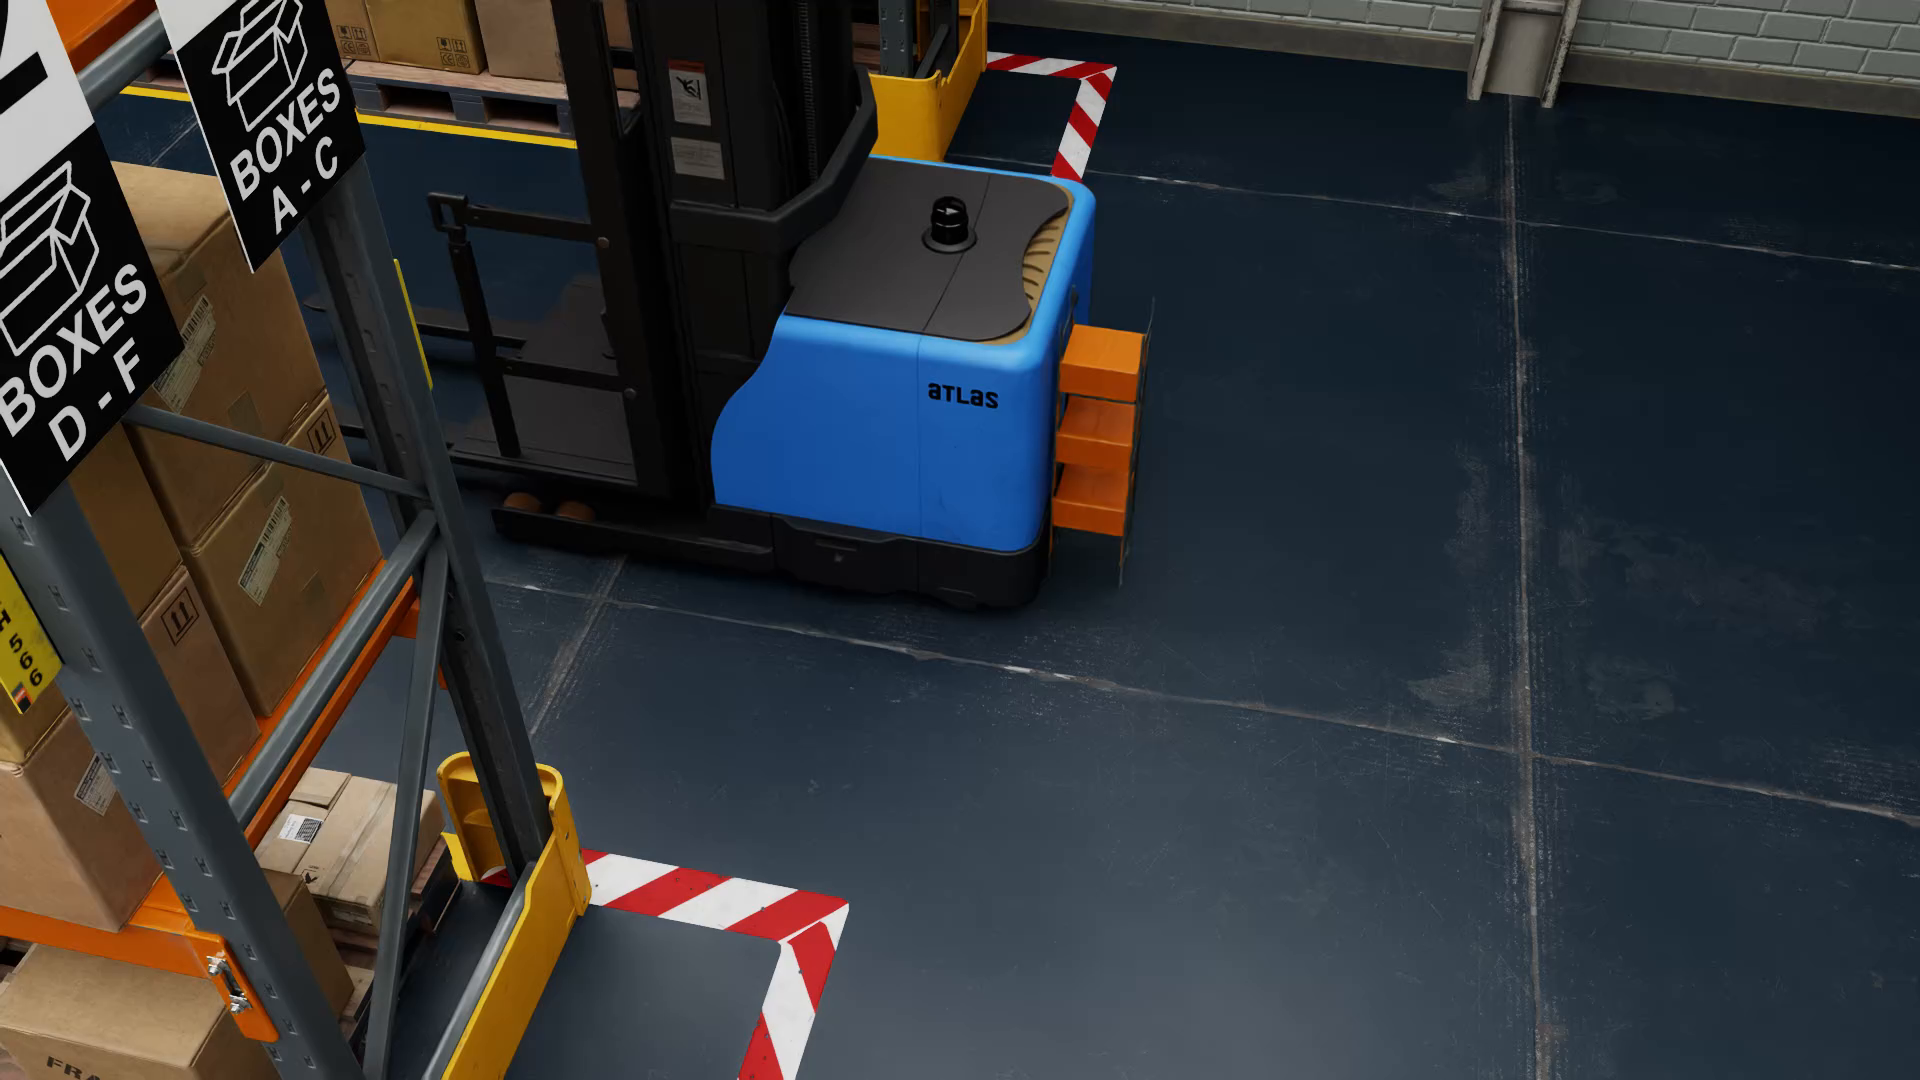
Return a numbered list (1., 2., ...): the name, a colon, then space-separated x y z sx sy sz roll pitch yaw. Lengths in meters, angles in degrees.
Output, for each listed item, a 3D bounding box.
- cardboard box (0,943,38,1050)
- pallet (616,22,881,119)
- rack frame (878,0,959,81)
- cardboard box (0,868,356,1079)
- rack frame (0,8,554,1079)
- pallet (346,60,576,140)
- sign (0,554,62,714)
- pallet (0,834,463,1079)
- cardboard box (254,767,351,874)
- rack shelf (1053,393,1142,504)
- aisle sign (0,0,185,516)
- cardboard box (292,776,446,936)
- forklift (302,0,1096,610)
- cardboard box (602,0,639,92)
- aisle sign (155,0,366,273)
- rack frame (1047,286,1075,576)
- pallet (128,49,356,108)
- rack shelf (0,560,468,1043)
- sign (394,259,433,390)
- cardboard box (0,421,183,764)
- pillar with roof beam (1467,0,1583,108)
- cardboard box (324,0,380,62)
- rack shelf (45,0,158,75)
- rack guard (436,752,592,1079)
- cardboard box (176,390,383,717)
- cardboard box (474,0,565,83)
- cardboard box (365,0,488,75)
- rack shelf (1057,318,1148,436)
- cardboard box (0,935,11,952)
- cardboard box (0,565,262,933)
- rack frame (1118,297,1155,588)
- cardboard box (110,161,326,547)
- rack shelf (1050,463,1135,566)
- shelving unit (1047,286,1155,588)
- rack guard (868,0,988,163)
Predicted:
1. cardboard box: -2.211 1.094 4.177 0.250 0.166 0.380 9 45 9
2. pallet: -0.971 -2.147 7.829 1.213 0.211 1.003 9 45 9
3. rack frame: -0.173 -3.084 6.791 0.127 3.000 1.000 9 45 9
4. cardboard box: -1.836 1.096 3.934 0.500 0.500 0.500 9 45 9
5. rack frame: -1.251 0.269 3.307 0.127 3.000 1.000 9 45 9
6. pallet: -2.157 -2.334 8.022 1.213 0.211 1.003 9 45 9
7. sign: -1.392 0.111 2.409 0.005 0.325 0.100 9 45 9
8. pallet: -2.104 1.142 4.411 1.213 0.211 1.003 9 45 9
9. cardboard box: -1.829 0.798 4.484 0.250 0.166 0.380 9 45 9
10. rack shelf: 0.440 -0.296 5.316 0.240 0.259 0.215 10 45 10
11. aisle sign: -1.252 -0.450 2.180 0.004 0.787 0.394 9 45 9
12. cardboard box: -1.585 0.842 4.451 0.250 0.149 0.380 9 45 9
13. forklift: -1.117 -1.370 5.060 3.031 2.935 1.130 10 45 10
14. cardboard box: -1.366 -2.449 7.631 0.500 0.500 0.700 9 45 9
15. aisle sign: -1.121 -0.856 2.602 0.004 0.787 0.394 9 45 9
16. rack frame: 0.321 -0.324 5.329 0.008 1.050 0.200 10 45 10
17. pallet: -3.352 -2.517 8.213 1.213 0.211 1.003 9 45 9
18. rack shelf: -3.203 0.225 3.872 4.000 0.370 1.077 9 45 9
19. sign: -1.133 -0.410 3.389 0.005 0.325 0.100 9 45 9
20. cardboard box: -1.746 -0.008 2.803 0.500 0.500 0.500 8 45 9
21. pillar with roof beam: 1.710 -2.508 1.867 0.400 9.000 9.100 9 45 9
22. cardboard box: -2.880 -2.679 7.870 0.500 0.500 0.700 8 45 9
23. rack shelf: -3.203 -0.855 2.831 4.000 0.370 1.077 9 45 9
24. rack guard: -1.325 1.158 4.186 0.348 0.500 1.175 9 45 9
25. cardboard box: -1.627 -0.013 3.528 0.500 0.500 0.500 10 45 10
26. cardboard box: -1.857 -2.524 7.709 0.500 0.500 0.700 7 44 8
27. cardboard box: -2.379 -2.600 7.788 0.500 0.500 0.700 10 45 10
28. rack shelf: 0.440 -0.501 5.119 0.240 0.259 0.215 10 45 10
29. cardboard box: -2.756 1.021 4.191 0.500 0.250 0.500 9 45 9
30. cardboard box: -1.748 0.349 3.152 0.500 0.500 0.500 10 45 10
31. rack frame: 0.558 -0.284 5.288 0.008 1.050 0.200 10 45 10
32. cardboard box: -1.627 -0.373 3.181 0.500 0.500 0.500 10 45 10
33. rack shelf: 0.440 -0.096 5.509 0.240 0.259 0.215 10 45 10
34. shelving unit: 0.440 -0.304 5.309 0.252 1.050 0.215 10 45 10
35. rack guard: -0.150 -2.180 7.654 0.348 0.500 1.175 9 45 9
